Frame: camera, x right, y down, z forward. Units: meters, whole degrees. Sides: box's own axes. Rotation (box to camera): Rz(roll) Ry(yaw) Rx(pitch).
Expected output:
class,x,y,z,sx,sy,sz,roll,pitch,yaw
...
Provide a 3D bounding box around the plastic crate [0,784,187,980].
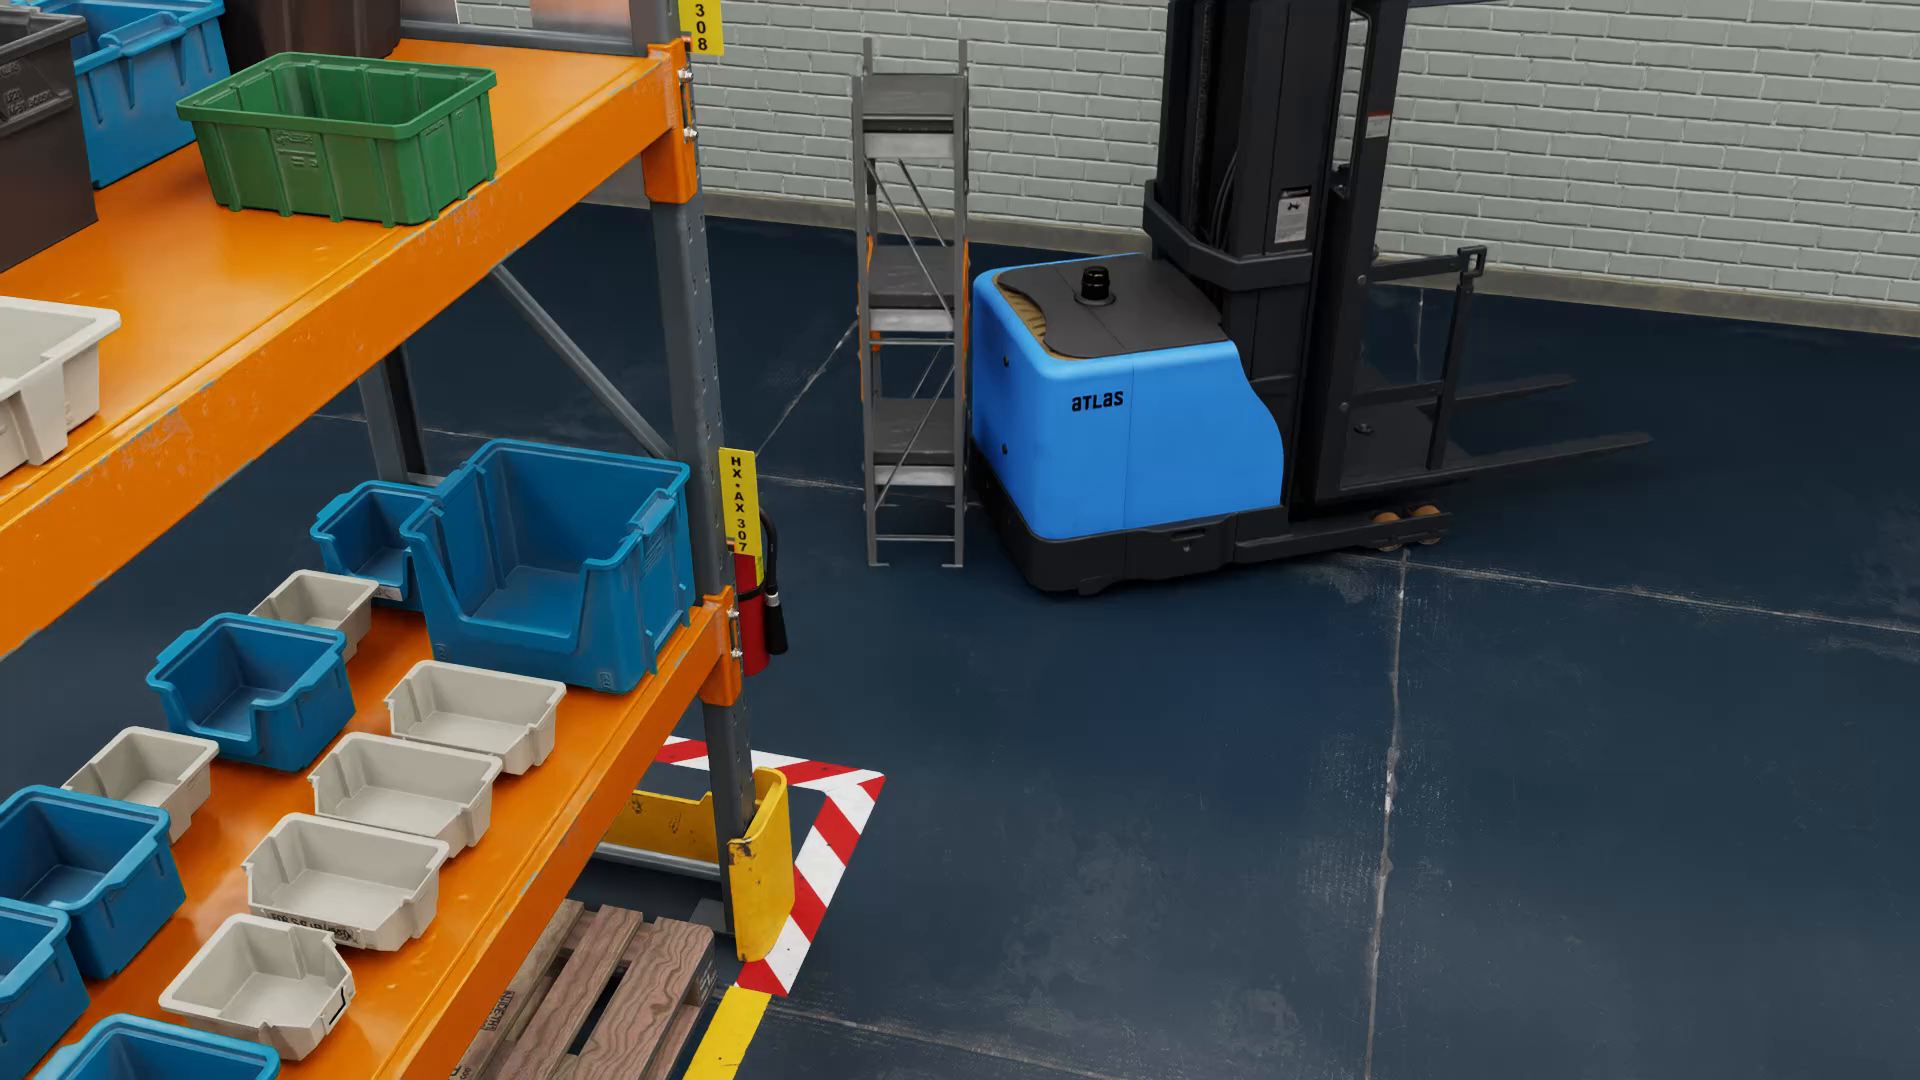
class,x,y,z,sx,sy,sz,roll,pitch,yaw
plastic crate,-1.840,0.715,3.430,0.416,0.233,0.300,8,33,12

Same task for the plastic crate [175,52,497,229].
class,x,y,z,sx,sy,sz,roll,pitch,yaw
plastic crate,-1.099,-0.723,2.993,0.450,0.188,0.336,8,33,12

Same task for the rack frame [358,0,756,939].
class,x,y,z,sx,sy,sz,roll,pitch,yaw
rack frame,-1.125,-0.097,4.607,1.000,3.000,0.127,8,33,12

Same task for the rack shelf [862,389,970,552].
class,x,y,z,sx,sy,sz,roll,pitch,yaw
rack shelf,-0.180,-0.300,7.095,0.431,0.518,0.480,1,32,2

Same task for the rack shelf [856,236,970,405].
class,x,y,z,sx,sy,sz,roll,pitch,yaw
rack shelf,-0.180,-0.891,6.720,0.431,0.518,0.480,1,32,2

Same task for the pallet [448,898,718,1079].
class,x,y,z,sx,sy,sz,roll,pitch,yaw
pallet,-1.372,1.502,4.690,1.003,0.211,1.213,8,33,12

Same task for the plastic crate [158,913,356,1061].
class,x,y,z,sx,sy,sz,roll,pitch,yaw
plastic crate,-1.348,0.889,3.246,0.298,0.136,0.250,8,33,12

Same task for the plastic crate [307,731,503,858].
class,x,y,z,sx,sy,sz,roll,pitch,yaw
plastic crate,-1.244,0.585,3.724,0.396,0.136,0.243,8,33,12

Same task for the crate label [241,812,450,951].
class,x,y,z,sx,sy,sz,roll,pitch,yaw
crate label,-1.291,0.733,3.491,0.396,0.136,0.243,8,33,12

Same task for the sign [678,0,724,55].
class,x,y,z,sx,sy,sz,roll,pitch,yaw
sign,-0.588,-1.252,3.726,0.100,0.325,0.005,8,33,12

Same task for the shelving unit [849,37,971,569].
class,x,y,z,sx,sy,sz,roll,pitch,yaw
shelving unit,-0.180,-0.902,6.712,0.431,2.100,0.503,1,32,2

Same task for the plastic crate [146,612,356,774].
class,x,y,z,sx,sy,sz,roll,pitch,yaw
plastic crate,-1.673,0.373,3.967,0.416,0.233,0.300,8,33,12

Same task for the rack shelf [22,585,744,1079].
class,x,y,z,sx,sy,sz,roll,pitch,yaw
rack shelf,-1.632,1.244,3.167,1.077,0.370,4.000,8,33,12

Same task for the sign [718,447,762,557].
class,x,y,z,sx,sy,sz,roll,pitch,yaw
sign,-0.588,-0.100,4.459,0.100,0.325,0.005,8,33,12

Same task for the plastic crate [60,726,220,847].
class,x,y,z,sx,sy,sz,roll,pitch,yaw
plastic crate,-1.839,0.579,3.733,0.250,0.136,0.298,8,33,12

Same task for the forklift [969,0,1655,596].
class,x,y,z,sx,sy,sz,roll,pitch,yaw
forklift,1.616,-1.450,6.799,3.031,2.935,1.130,-9,34,-14

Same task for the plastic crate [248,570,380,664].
class,x,y,z,sx,sy,sz,roll,pitch,yaw
plastic crate,-1.667,0.227,4.287,0.250,0.136,0.298,8,33,12

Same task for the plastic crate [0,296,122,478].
class,x,y,z,sx,sy,sz,roll,pitch,yaw
plastic crate,-1.409,-0.146,2.133,0.437,0.136,0.530,8,33,12

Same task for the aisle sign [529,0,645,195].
class,x,y,z,sx,sy,sz,roll,pitch,yaw
aisle sign,-0.823,-1.192,3.906,0.394,0.787,0.004,8,33,12

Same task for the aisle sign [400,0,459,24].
class,x,y,z,sx,sy,sz,roll,pitch,yaw
aisle sign,-1.394,-1.272,4.032,0.394,0.787,0.004,8,33,12

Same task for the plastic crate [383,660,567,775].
class,x,y,z,sx,sy,sz,roll,pitch,yaw
plastic crate,-1.157,0.437,3.957,0.396,0.136,0.243,8,33,12

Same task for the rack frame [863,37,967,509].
class,x,y,z,sx,sy,sz,roll,pitch,yaw
rack frame,-0.172,-1.033,6.918,0.400,2.100,0.015,1,32,2

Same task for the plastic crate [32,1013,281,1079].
class,x,y,z,sx,sy,sz,roll,pitch,yaw
plastic crate,-1.398,1.049,2.905,0.416,0.233,0.300,8,33,12

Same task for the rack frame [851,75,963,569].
class,x,y,z,sx,sy,sz,roll,pitch,yaw
rack frame,-0.188,-0.772,6.507,0.400,2.100,0.015,1,32,2

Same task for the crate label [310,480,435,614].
class,x,y,z,sx,sy,sz,roll,pitch,yaw
crate label,-1.506,0.031,4.505,0.416,0.233,0.303,8,33,12

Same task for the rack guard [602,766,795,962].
class,x,y,z,sx,sy,sz,roll,pitch,yaw
rack guard,-1.131,0.943,5.300,1.175,0.500,0.348,8,33,12

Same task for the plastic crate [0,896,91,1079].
class,x,y,z,sx,sy,sz,roll,pitch,yaw
plastic crate,-1.916,0.870,3.185,0.416,0.233,0.300,8,33,12

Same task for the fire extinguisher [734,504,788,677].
class,x,y,z,sx,sy,sz,roll,pitch,yaw
fire extinguisher,-0.647,0.076,4.754,0.296,0.674,0.183,8,33,12

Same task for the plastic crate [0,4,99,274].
class,x,y,z,sx,sy,sz,roll,pitch,yaw
plastic crate,-1.778,-0.582,2.631,0.504,0.338,0.767,8,33,12

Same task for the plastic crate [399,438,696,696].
class,x,y,z,sx,sy,sz,roll,pitch,yaw
plastic crate,-1.029,0.062,4.268,0.616,0.435,0.499,8,33,12

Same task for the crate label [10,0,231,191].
class,x,y,z,sx,sy,sz,roll,pitch,yaw
crate label,-1.671,-0.866,3.158,0.408,0.251,0.502,8,33,12

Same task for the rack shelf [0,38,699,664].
class,x,y,z,sx,sy,sz,roll,pitch,yaw
rack shelf,-1.632,-0.022,2.363,1.077,0.370,4.000,8,33,12

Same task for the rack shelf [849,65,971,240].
class,x,y,z,sx,sy,sz,roll,pitch,yaw
rack shelf,-0.180,-1.482,6.344,0.431,0.518,0.480,1,32,2

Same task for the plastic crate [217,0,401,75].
class,x,y,z,sx,sy,sz,roll,pitch,yaw
plastic crate,-1.492,-1.146,3.583,0.497,0.269,0.590,8,33,12
